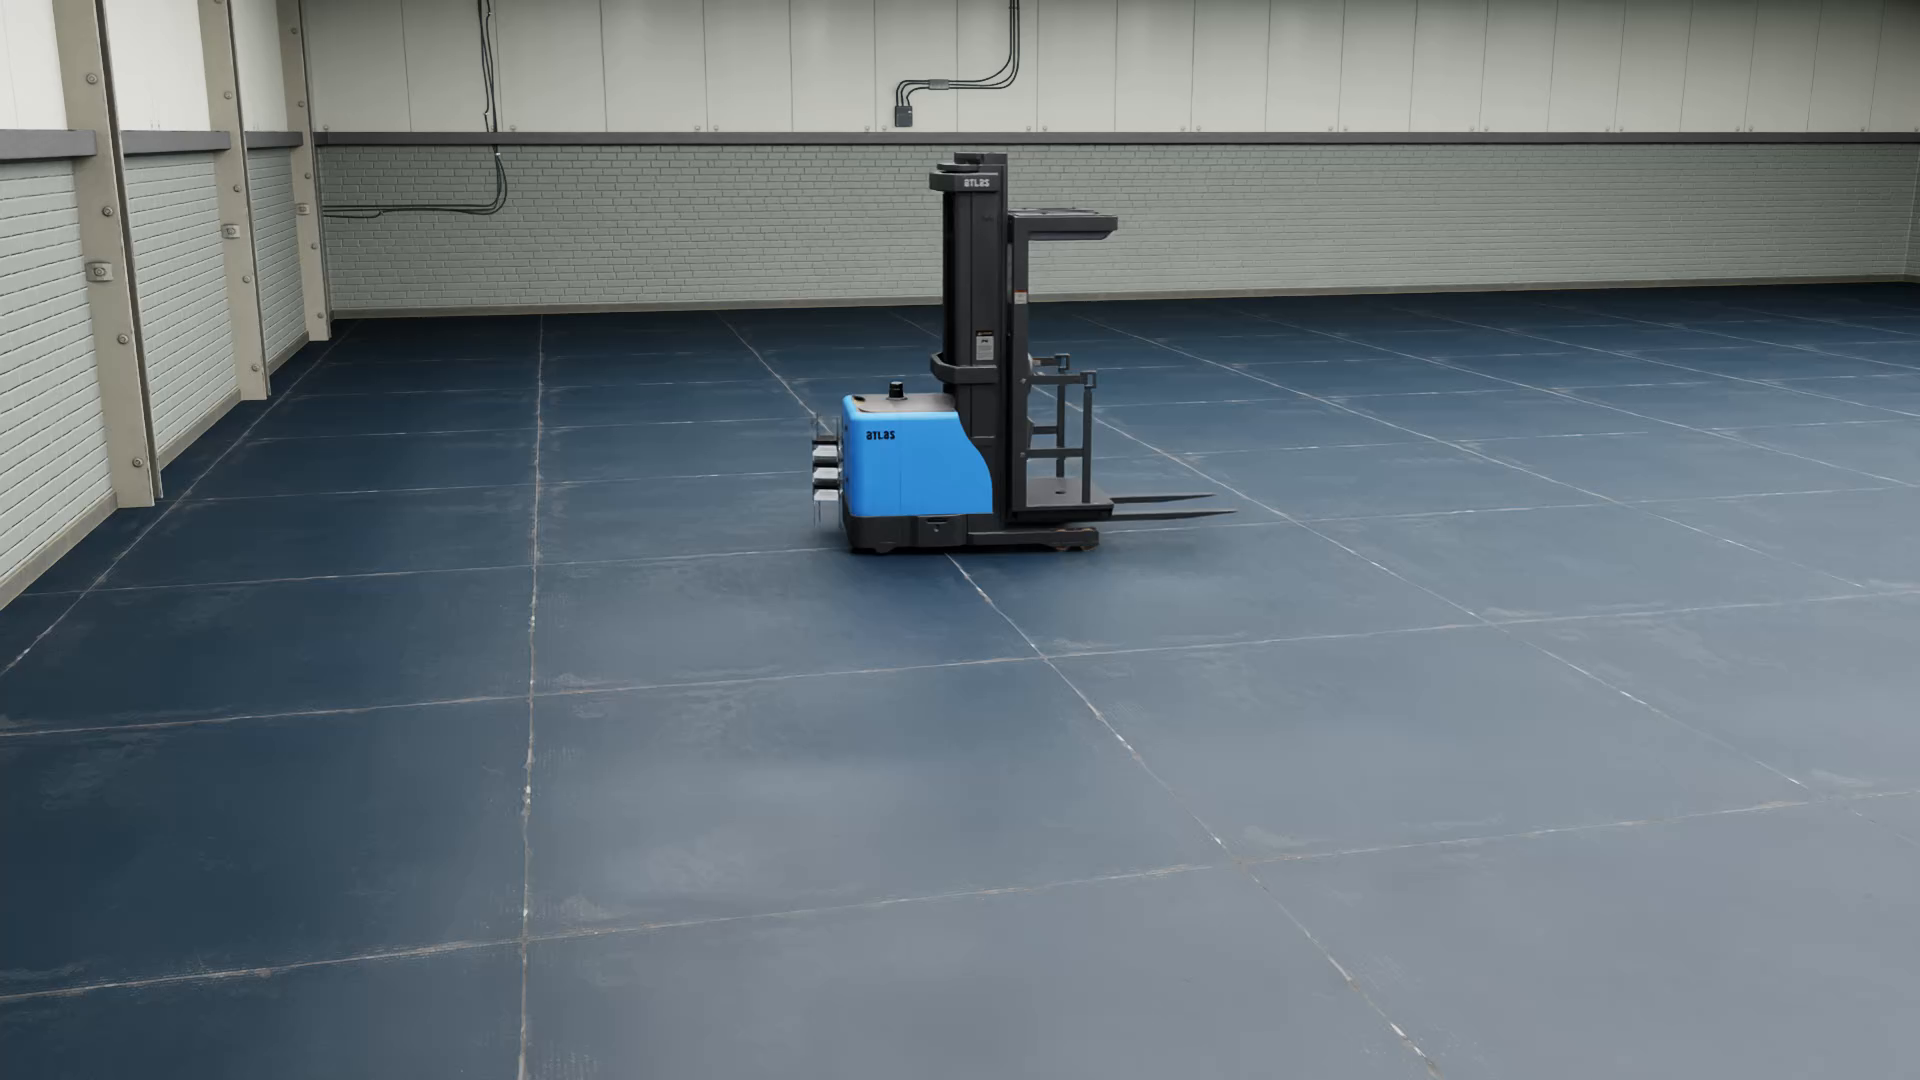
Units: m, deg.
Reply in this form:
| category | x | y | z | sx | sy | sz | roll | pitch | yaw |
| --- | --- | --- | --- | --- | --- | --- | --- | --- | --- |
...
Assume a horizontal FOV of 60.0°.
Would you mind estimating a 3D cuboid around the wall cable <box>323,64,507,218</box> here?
| category | x | y | z | sx | sy | sz | roll | pitch | yaw |
| --- | --- | --- | --- | --- | --- | --- | --- | --- | --- |
| wall cable | -9.264 | -6.708 | 27.964 | 3.097 | 2.526 | 0.112 | -3 | 14 | -13 |

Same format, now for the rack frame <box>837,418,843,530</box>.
| category | x | y | z | sx | sy | sz | roll | pitch | yaw |
| --- | --- | --- | --- | --- | --- | --- | --- | --- | --- |
| rack frame | -0.949 | -0.547 | 13.267 | 0.006 | 0.900 | 0.240 | 1 | 14 | 7 |

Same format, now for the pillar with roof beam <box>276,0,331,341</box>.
| category | x | y | z | sx | sy | sz | roll | pitch | yaw |
| --- | --- | --- | --- | --- | --- | --- | --- | --- | --- |
| pillar with roof beam | -5.673 | -7.703 | 25.495 | 9.100 | 9.000 | 0.400 | -3 | 14 | -13 |

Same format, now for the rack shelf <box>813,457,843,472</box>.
| category | x | y | z | sx | sy | sz | roll | pitch | yaw |
| --- | --- | --- | --- | --- | --- | --- | --- | --- | --- |
| rack shelf | -1.050 | -0.605 | 13.265 | 0.200 | 0.077 | 0.258 | 1 | 14 | 7 |

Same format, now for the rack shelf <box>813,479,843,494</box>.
| category | x | y | z | sx | sy | sz | roll | pitch | yaw |
| --- | --- | --- | --- | --- | --- | --- | --- | --- | --- |
| rack shelf | -1.050 | -0.430 | 13.307 | 0.200 | 0.077 | 0.258 | 1 | 14 | 7 |

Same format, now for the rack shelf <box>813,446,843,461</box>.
| category | x | y | z | sx | sy | sz | roll | pitch | yaw |
| --- | --- | --- | --- | --- | --- | --- | --- | --- | --- |
| rack shelf | -1.051 | -0.692 | 13.243 | 0.200 | 0.077 | 0.258 | 1 | 14 | 7 |

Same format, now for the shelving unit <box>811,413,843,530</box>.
| category | x | y | z | sx | sy | sz | roll | pitch | yaw |
| --- | --- | --- | --- | --- | --- | --- | --- | --- | --- |
| shelving unit | -1.050 | -0.549 | 13.278 | 0.210 | 0.900 | 0.258 | 1 | 14 | 7 |

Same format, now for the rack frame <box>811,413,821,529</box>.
| category | x | y | z | sx | sy | sz | roll | pitch | yaw |
| --- | --- | --- | --- | --- | --- | --- | --- | --- | --- |
| rack frame | -1.151 | -0.552 | 13.290 | 0.006 | 0.900 | 0.240 | 1 | 14 | 7 |

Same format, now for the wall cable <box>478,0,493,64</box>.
| category | x | y | z | sx | sy | sz | roll | pitch | yaw |
| --- | --- | --- | --- | --- | --- | --- | --- | --- | --- |
| wall cable | -6.634 | -9.312 | 27.982 | 3.097 | 2.526 | 0.112 | -3 | 14 | -13 |

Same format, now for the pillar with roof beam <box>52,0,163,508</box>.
| category | x | y | z | sx | sy | sz | roll | pitch | yaw |
| --- | --- | --- | --- | --- | --- | --- | --- | --- | --- |
| pillar with roof beam | -2.854 | -4.934 | 14.164 | 9.100 | 9.000 | 0.400 | -3 | 14 | -13 |

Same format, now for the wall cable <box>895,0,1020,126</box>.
| category | x | y | z | sx | sy | sz | roll | pitch | yaw |
| --- | --- | --- | --- | --- | --- | --- | --- | --- | --- |
| wall cable | -0.032 | -10.394 | 29.343 | 2.305 | 6.003 | 0.169 | -3 | 14 | -13 |

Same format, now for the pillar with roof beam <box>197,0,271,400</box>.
| category | x | y | z | sx | sy | sz | roll | pitch | yaw |
| --- | --- | --- | --- | --- | --- | --- | --- | --- | --- |
| pillar with roof beam | -4.263 | -6.319 | 19.829 | 9.100 | 9.000 | 0.400 | -3 | 14 | -13 |

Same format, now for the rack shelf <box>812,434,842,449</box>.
| category | x | y | z | sx | sy | sz | roll | pitch | yaw |
| --- | --- | --- | --- | --- | --- | --- | --- | --- | --- |
| rack shelf | -1.051 | -0.779 | 13.222 | 0.200 | 0.077 | 0.258 | 1 | 14 | 7 |

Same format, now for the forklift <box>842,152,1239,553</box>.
| category | x | y | z | sx | sy | sz | roll | pitch | yaw |
| --- | --- | --- | --- | --- | --- | --- | --- | --- | --- |
| forklift | 0.620 | -1.462 | 12.734 | 3.031 | 2.935 | 1.130 | -2 | 14 | -8 |

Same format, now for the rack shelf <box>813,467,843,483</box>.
| category | x | y | z | sx | sy | sz | roll | pitch | yaw |
| --- | --- | --- | --- | --- | --- | --- | --- | --- | --- |
| rack shelf | -1.050 | -0.517 | 13.286 | 0.200 | 0.077 | 0.258 | 1 | 14 | 7 |

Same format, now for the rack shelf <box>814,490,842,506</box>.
| category | x | y | z | sx | sy | sz | roll | pitch | yaw |
| --- | --- | --- | --- | --- | --- | --- | --- | --- | --- |
| rack shelf | -1.049 | -0.342 | 13.329 | 0.200 | 0.077 | 0.258 | 1 | 14 | 7 |
